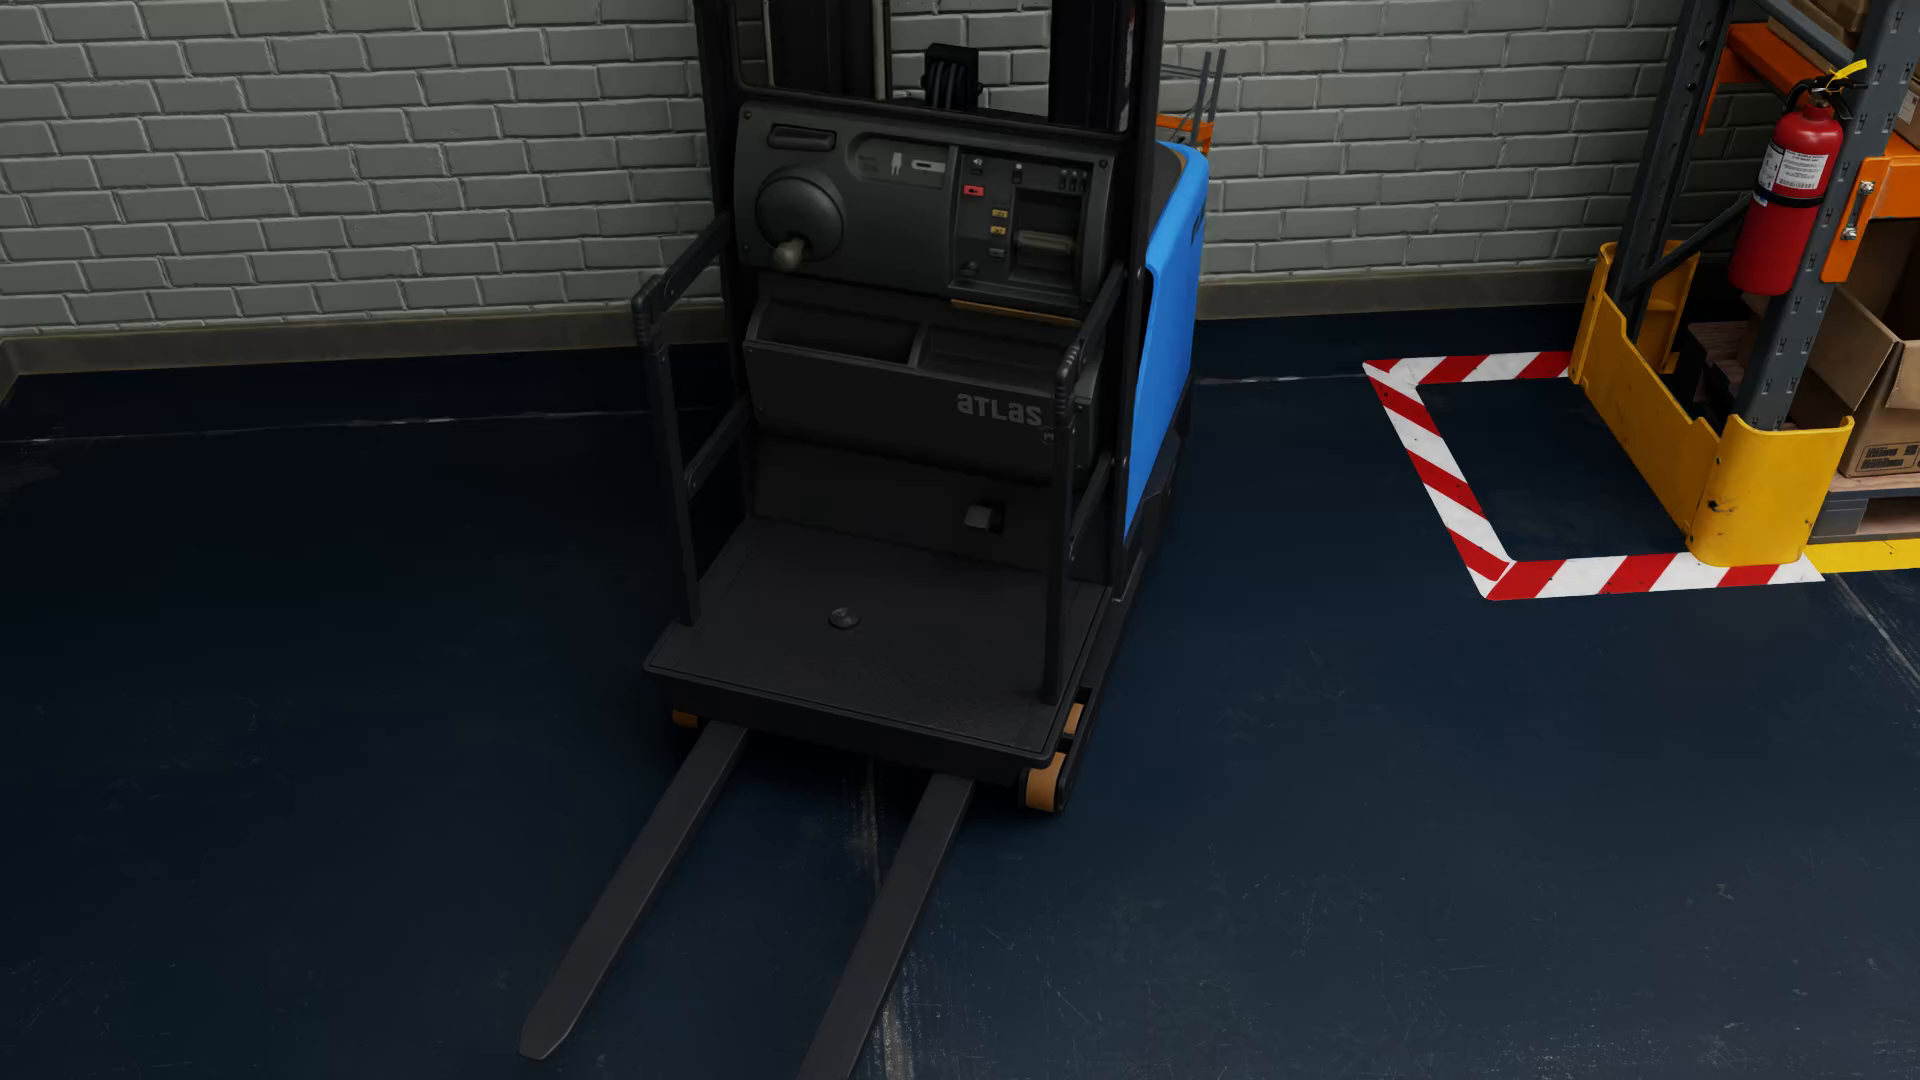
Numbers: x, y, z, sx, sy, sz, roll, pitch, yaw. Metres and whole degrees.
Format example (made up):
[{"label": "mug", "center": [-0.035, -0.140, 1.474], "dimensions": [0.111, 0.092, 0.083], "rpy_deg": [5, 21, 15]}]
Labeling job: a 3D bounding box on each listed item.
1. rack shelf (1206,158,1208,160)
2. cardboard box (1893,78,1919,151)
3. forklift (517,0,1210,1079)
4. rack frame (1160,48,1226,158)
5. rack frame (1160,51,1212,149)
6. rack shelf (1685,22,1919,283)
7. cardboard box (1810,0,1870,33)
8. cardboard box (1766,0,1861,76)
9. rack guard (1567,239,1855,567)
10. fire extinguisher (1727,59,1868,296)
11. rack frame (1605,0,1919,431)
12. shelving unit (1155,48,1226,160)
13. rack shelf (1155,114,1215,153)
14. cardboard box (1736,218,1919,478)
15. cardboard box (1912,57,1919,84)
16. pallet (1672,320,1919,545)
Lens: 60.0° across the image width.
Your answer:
[{"label": "rack shelf", "center": [0.675, -1.233, 5.541], "dimensions": [0.258, 0.103, 0.180], "rpy_deg": [15, 23, 19]}, {"label": "cardboard box", "center": [2.689, -1.206, 4.559], "dimensions": [0.250, 0.149, 0.380], "rpy_deg": [-3, 38, -4]}, {"label": "forklift", "center": [-0.162, -0.721, 3.798], "dimensions": [1.130, 2.935, 3.031], "rpy_deg": [11, 40, 14]}, {"label": "rack frame", "center": [0.686, -1.081, 5.694], "dimensions": [0.240, 1.200, 0.006], "rpy_deg": [15, 23, 19]}, {"label": "rack frame", "center": [0.616, -1.025, 5.534], "dimensions": [0.240, 1.200, 0.006], "rpy_deg": [15, 23, 19]}, {"label": "rack shelf", "center": [4.330, -1.283, 5.035], "dimensions": [4.000, 0.370, 1.077], "rpy_deg": [-3, 38, -4]}, {"label": "cardboard box", "center": [2.772, -1.702, 4.867], "dimensions": [0.500, 0.250, 0.500], "rpy_deg": [-2, 38, -3]}, {"label": "cardboard box", "center": [2.644, -1.541, 4.984], "dimensions": [0.250, 0.149, 0.380], "rpy_deg": [-4, 38, -4]}, {"label": "rack guard", "center": [2.413, -0.478, 5.453], "dimensions": [0.348, 0.500, 1.175], "rpy_deg": [-3, 38, -4]}, {"label": "fire extinguisher", "center": [2.232, -0.986, 4.441], "dimensions": [0.183, 0.674, 0.296], "rpy_deg": [-3, 38, -4]}, {"label": "rack frame", "center": [2.338, -1.456, 4.673], "dimensions": [0.127, 3.000, 1.000], "rpy_deg": [-3, 38, -4]}, {"label": "shelving unit", "center": [0.651, -1.053, 5.614], "dimensions": [0.258, 1.200, 0.189], "rpy_deg": [15, 23, 19]}, {"label": "rack shelf", "center": [0.690, -1.343, 5.496], "dimensions": [0.258, 0.103, 0.180], "rpy_deg": [15, 23, 19]}, {"label": "cardboard box", "center": [2.955, -0.616, 5.285], "dimensions": [0.637, 0.503, 0.797], "rpy_deg": [-5, 39, -6]}, {"label": "cardboard box", "center": [2.813, -1.372, 4.448], "dimensions": [0.500, 0.250, 0.500], "rpy_deg": [-3, 38, -4]}, {"label": "pallet", "center": [3.207, -0.409, 5.599], "dimensions": [1.213, 0.211, 1.003], "rpy_deg": [-3, 38, -4]}]
